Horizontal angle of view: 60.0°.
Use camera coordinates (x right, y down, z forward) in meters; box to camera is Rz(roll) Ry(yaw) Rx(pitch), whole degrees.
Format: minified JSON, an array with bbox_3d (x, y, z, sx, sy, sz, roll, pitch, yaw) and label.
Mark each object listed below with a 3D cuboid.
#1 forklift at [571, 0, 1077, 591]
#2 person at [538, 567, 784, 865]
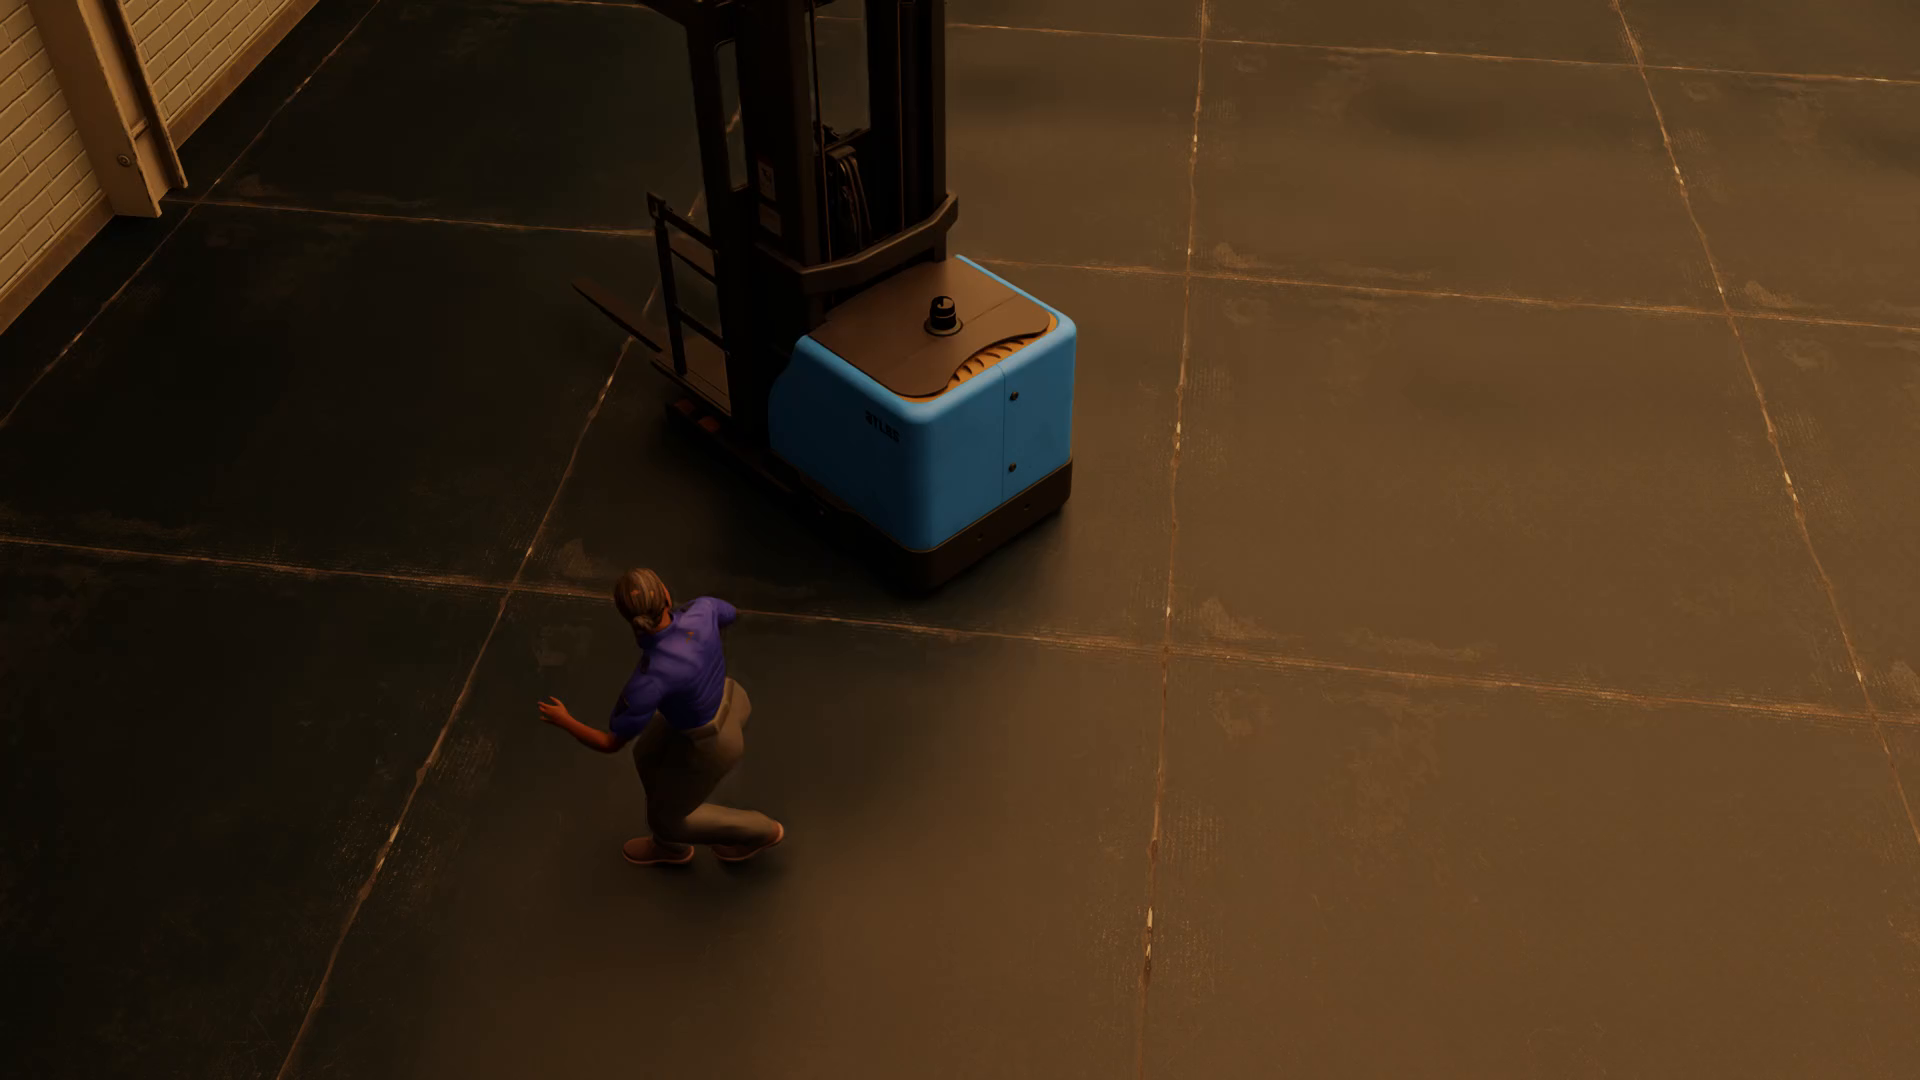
[{"bbox_3d":[-0.845,-1.750,7.630,1.130,2.935,3.031,-33,52,-31],"label":"forklift"},{"bbox_3d":[-1.078,0.617,6.098,0.815,1.531,0.799,5,43,5],"label":"person"}]
